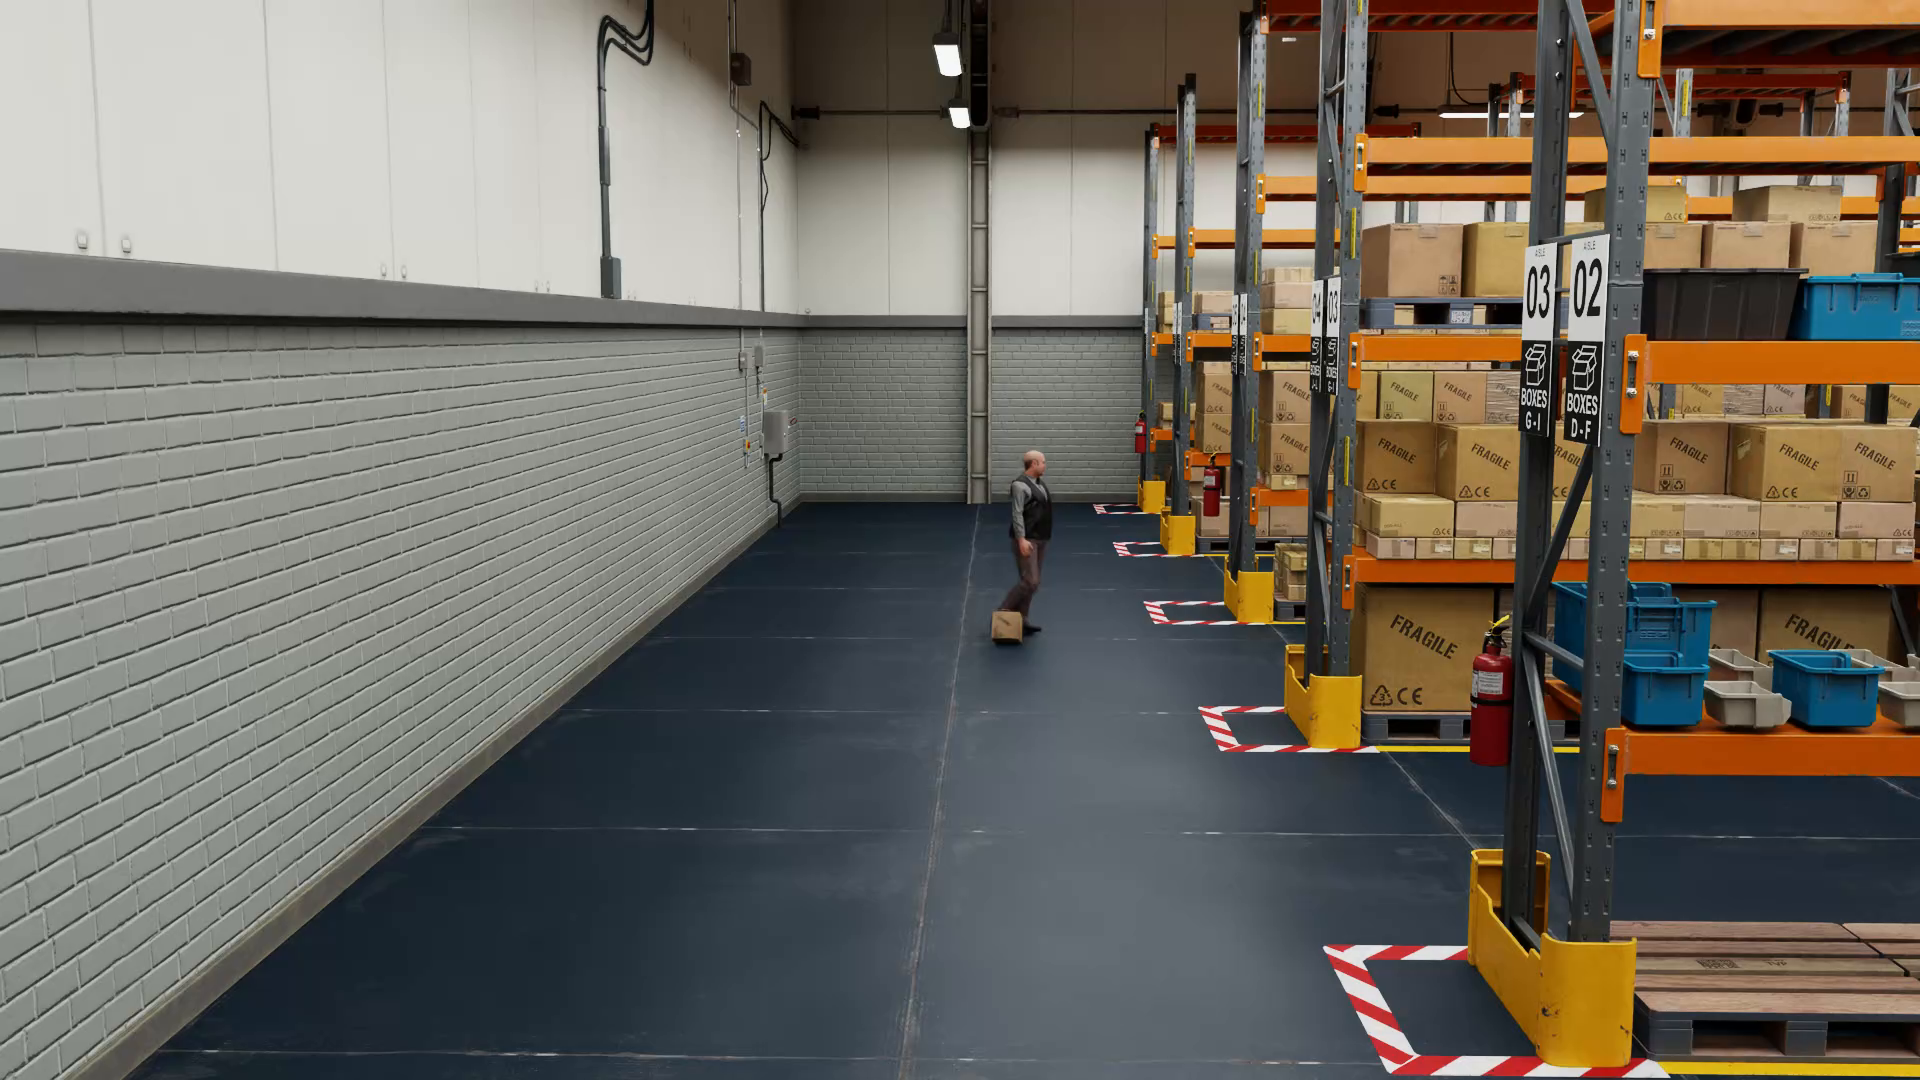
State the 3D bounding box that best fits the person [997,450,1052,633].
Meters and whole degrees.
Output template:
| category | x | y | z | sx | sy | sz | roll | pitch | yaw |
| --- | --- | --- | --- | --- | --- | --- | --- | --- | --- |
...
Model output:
| category | x | y | z | sx | sy | sz | roll | pitch | yaw |
| --- | --- | --- | --- | --- | --- | --- | --- | --- | --- |
| person | 0.593 | 0.021 | 15.558 | 0.455 | 1.713 | 0.687 | 4 | 8 | 30 |
